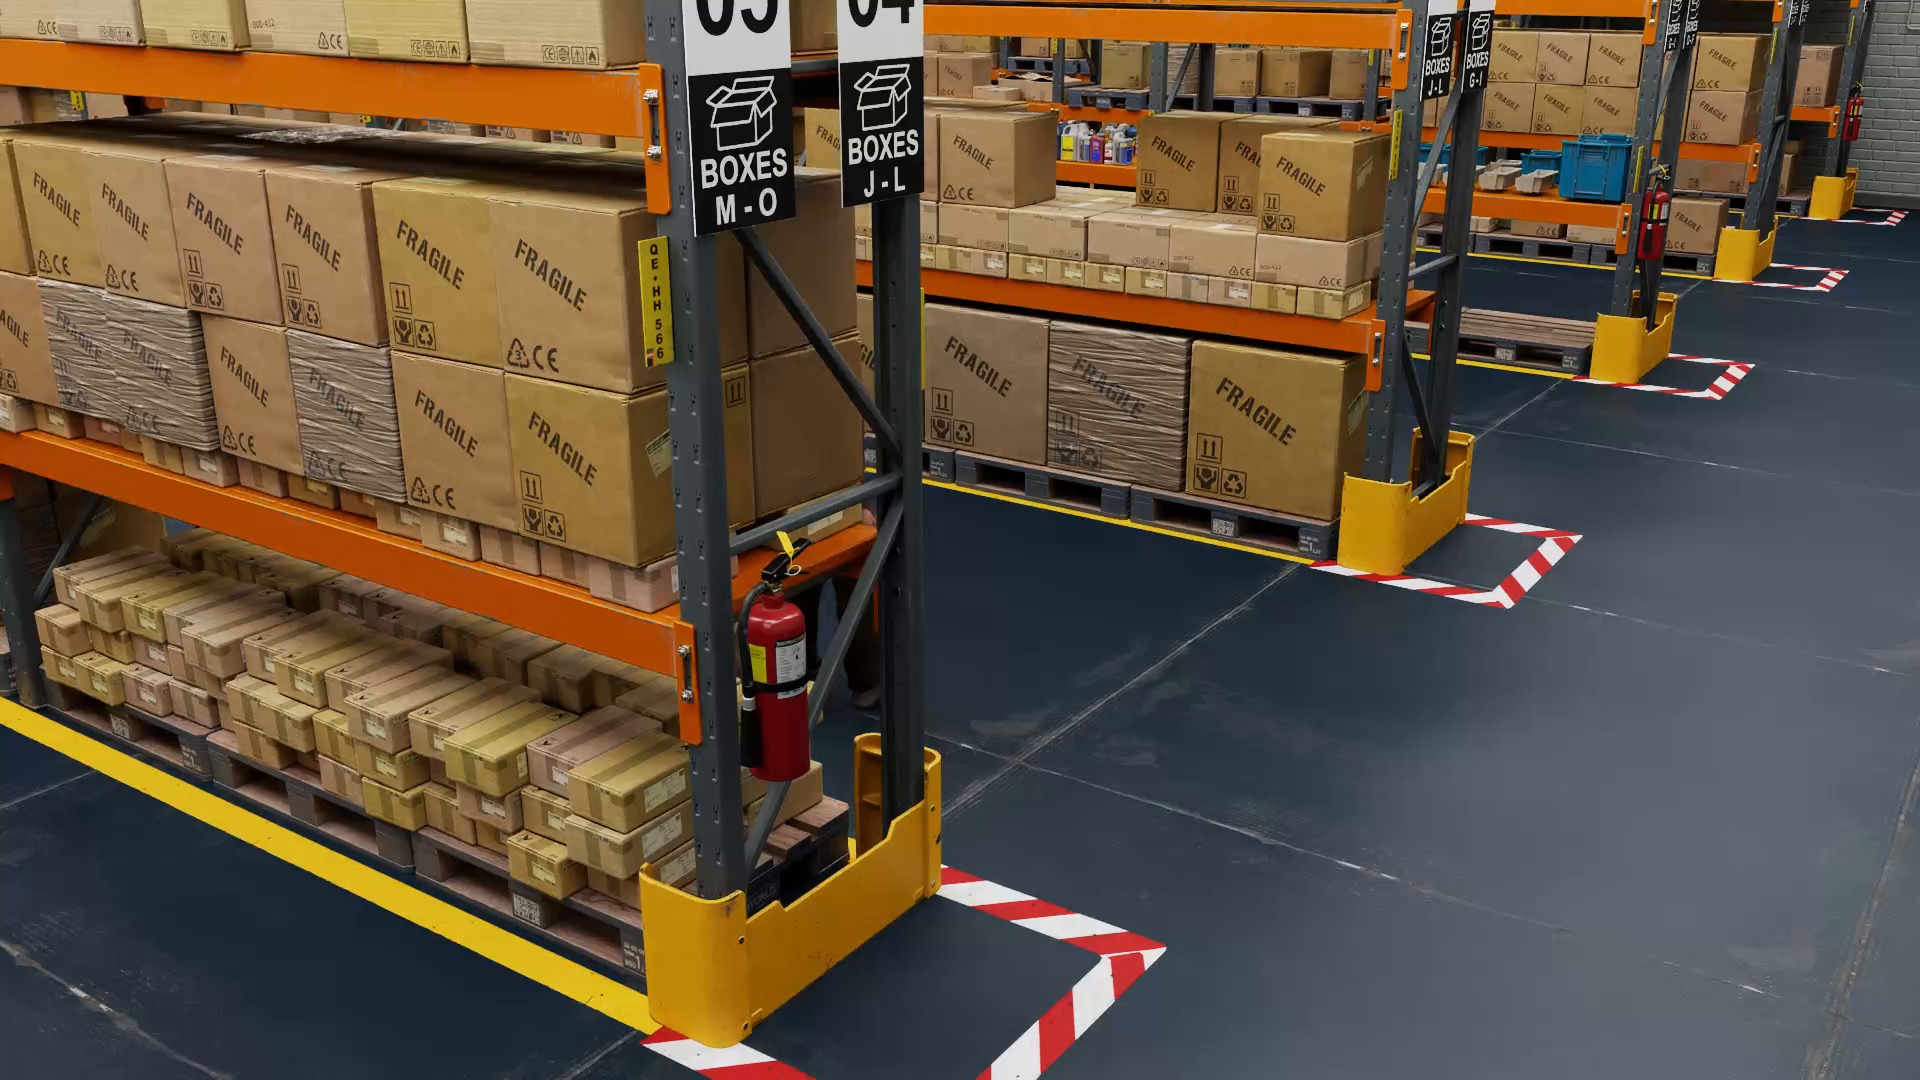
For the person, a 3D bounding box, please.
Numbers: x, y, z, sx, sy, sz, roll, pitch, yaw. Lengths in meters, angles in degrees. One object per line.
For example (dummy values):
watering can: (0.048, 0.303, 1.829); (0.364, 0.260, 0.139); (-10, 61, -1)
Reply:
person: (-0.518, -0.181, 7.030); (0.571, 1.780, 0.645); (-9, 21, -24)
